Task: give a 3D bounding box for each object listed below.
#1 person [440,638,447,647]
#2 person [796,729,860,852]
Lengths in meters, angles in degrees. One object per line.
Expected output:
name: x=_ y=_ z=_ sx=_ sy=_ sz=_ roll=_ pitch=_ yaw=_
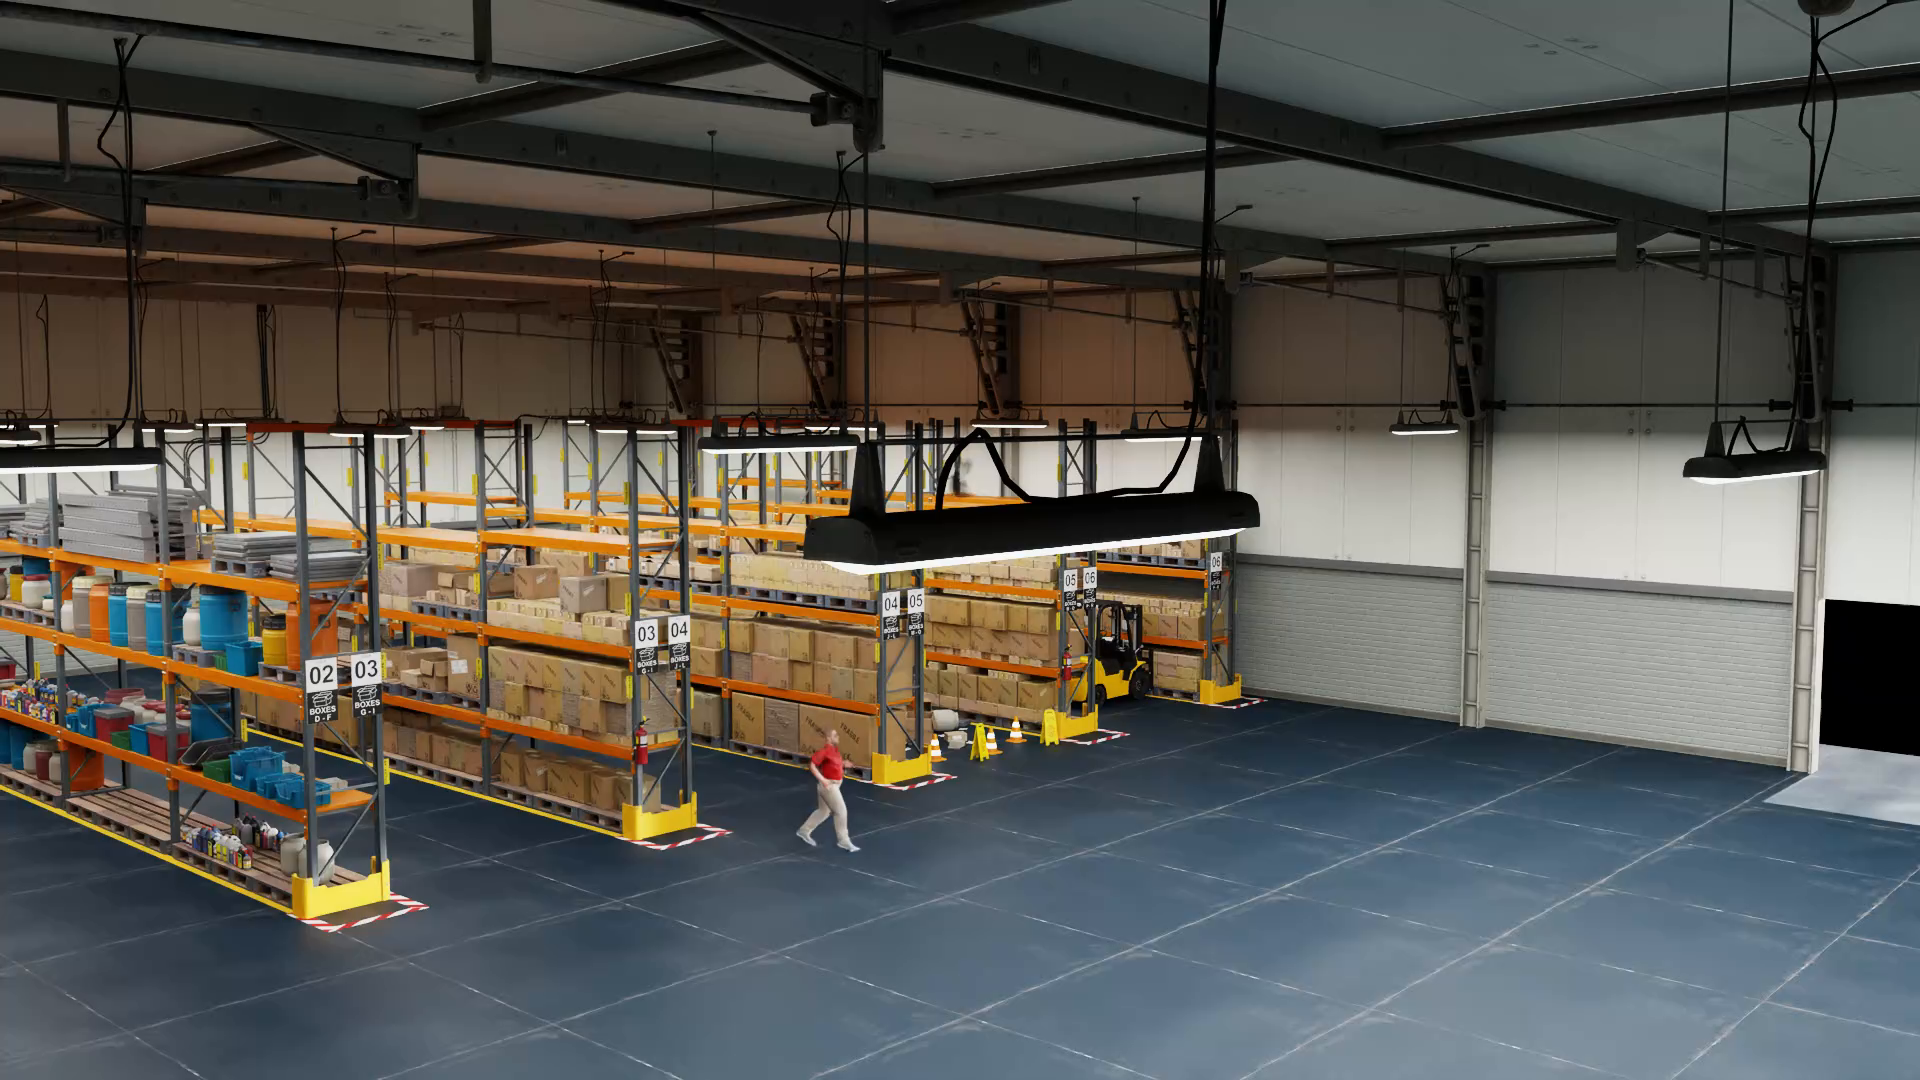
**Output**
person: x=-12.612 y=2.175 z=41.092 sx=0.565 sy=1.624 sz=0.572 roll=5 pitch=7 yaw=44
person: x=-1.882 y=3.543 z=23.617 sx=0.910 sy=1.765 sz=0.640 roll=0 pitch=5 yaw=-2
